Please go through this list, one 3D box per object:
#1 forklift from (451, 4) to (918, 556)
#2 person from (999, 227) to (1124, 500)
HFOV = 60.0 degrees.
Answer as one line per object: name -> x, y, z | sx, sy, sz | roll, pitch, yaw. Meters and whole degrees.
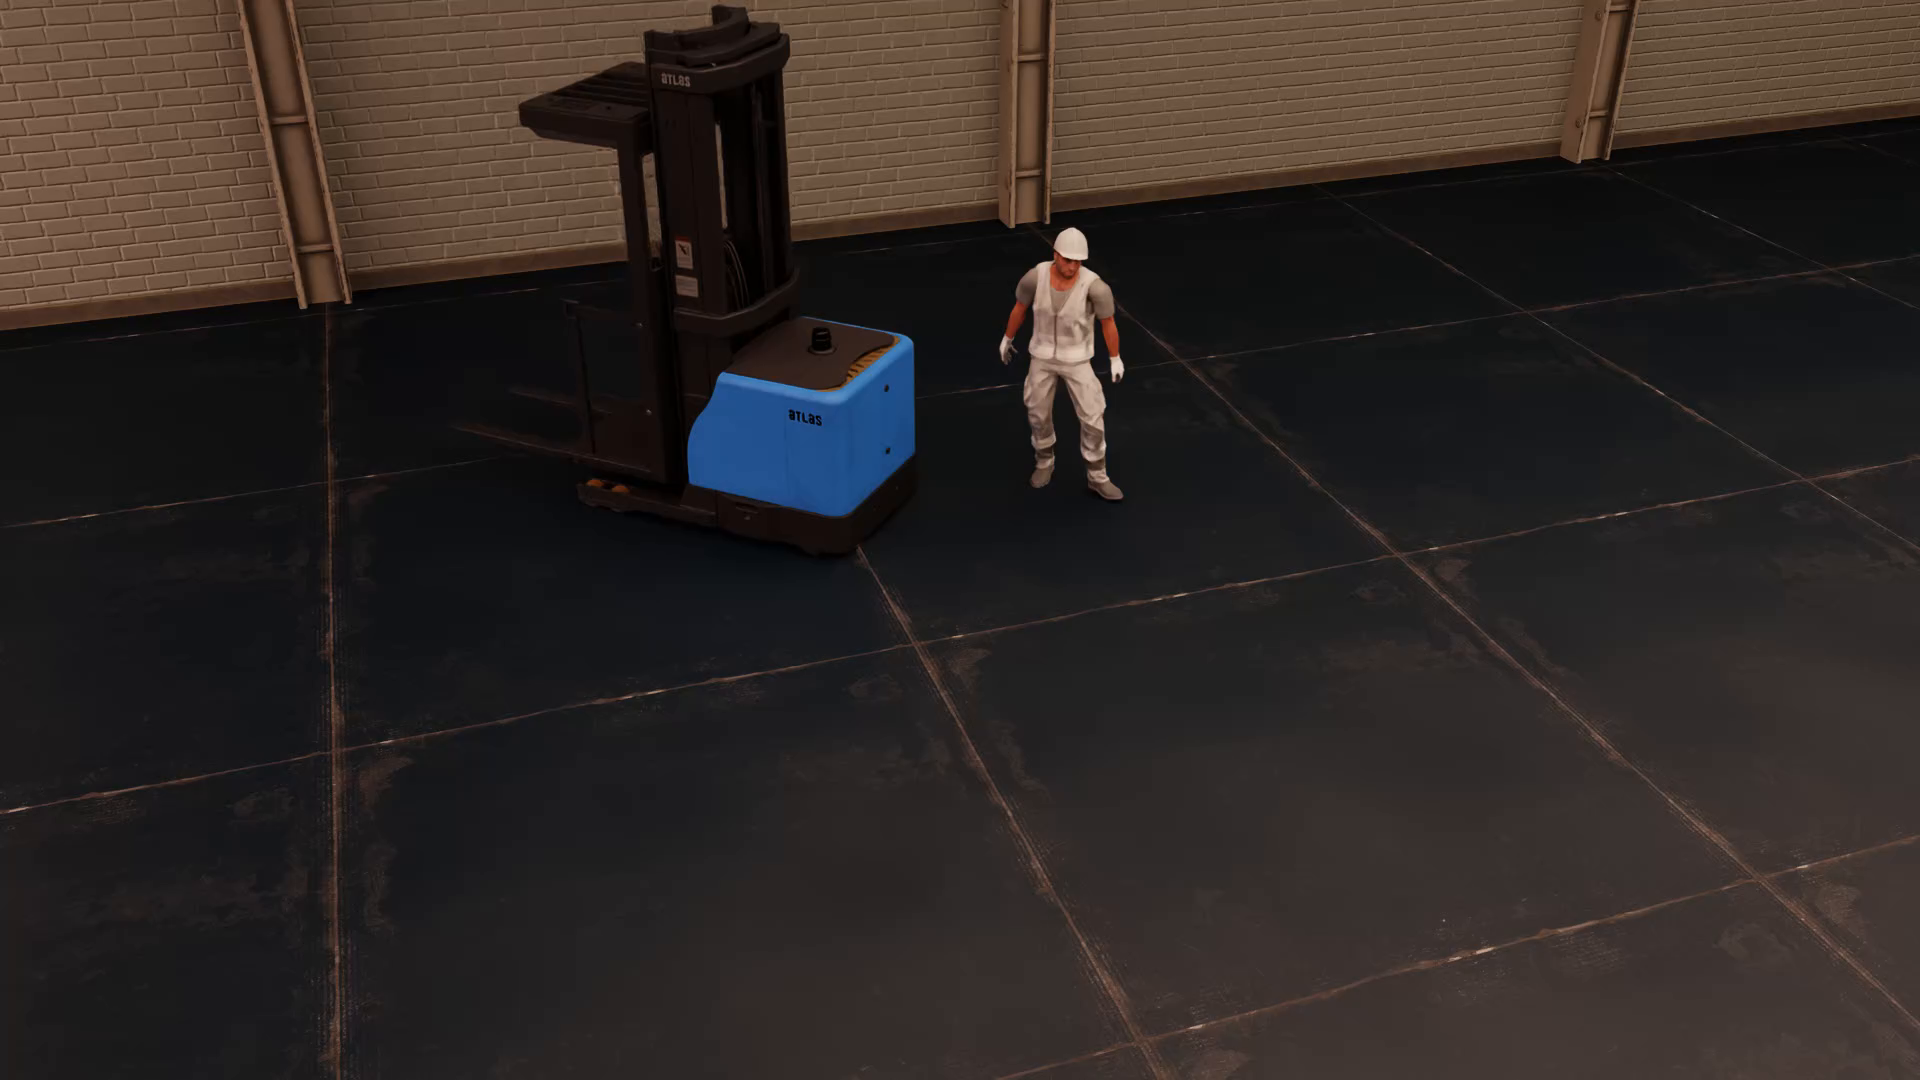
forklift -> -1.824, -1.664, 9.979 | 3.031, 2.935, 1.130 | 13, 32, 21
person -> 0.631, -1.095, 10.199 | 0.879, 1.749, 0.454 | 9, 31, 15
